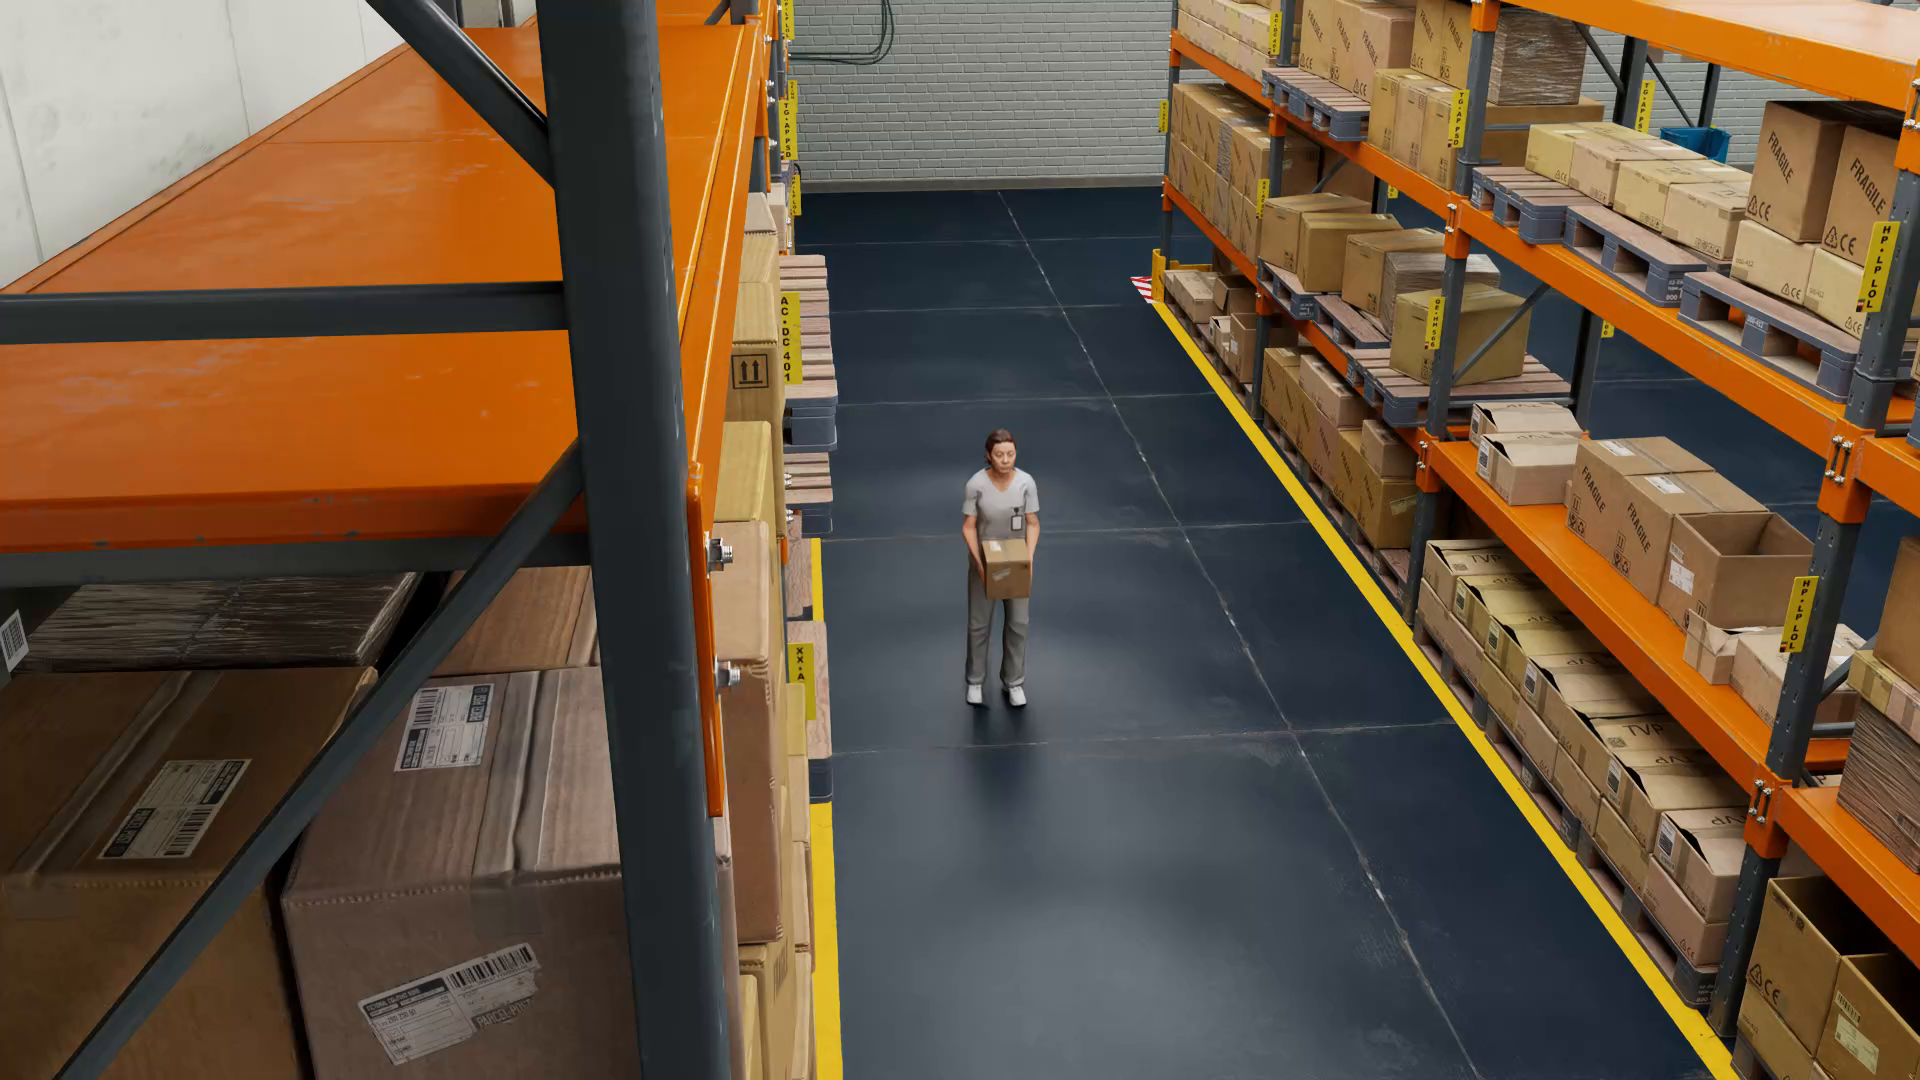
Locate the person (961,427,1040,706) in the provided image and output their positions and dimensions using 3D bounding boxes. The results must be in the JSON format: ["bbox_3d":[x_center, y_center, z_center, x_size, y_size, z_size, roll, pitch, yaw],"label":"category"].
[{"bbox_3d":[0.241,0.167,9.721,0.463,1.675,0.490,-3,24,-6],"label":"person"}]
